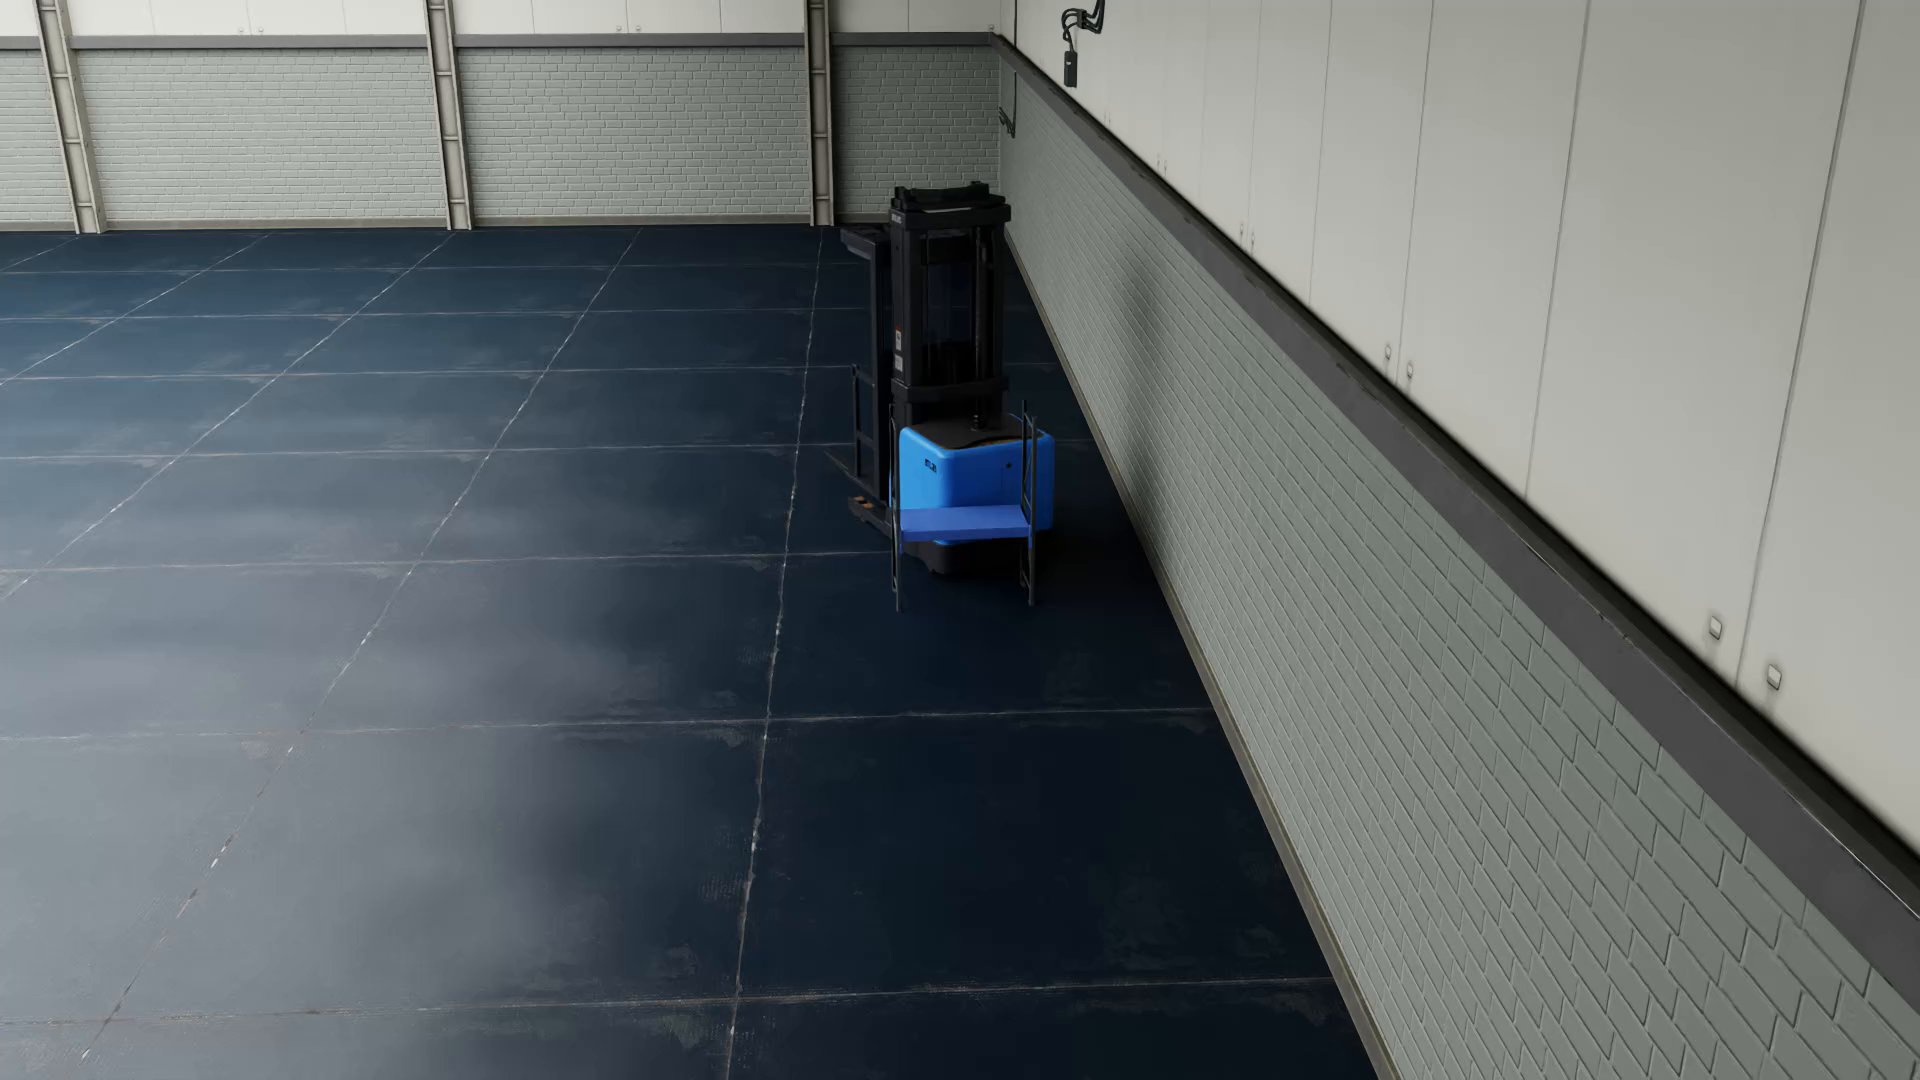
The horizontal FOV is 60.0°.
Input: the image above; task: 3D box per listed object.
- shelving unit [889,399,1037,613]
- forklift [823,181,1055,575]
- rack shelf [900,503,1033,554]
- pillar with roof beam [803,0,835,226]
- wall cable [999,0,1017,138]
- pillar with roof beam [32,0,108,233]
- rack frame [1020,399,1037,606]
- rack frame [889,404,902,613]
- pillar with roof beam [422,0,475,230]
[{"bbox_3d":[0.018,-0.261,12.630,1.048,1.500,0.538,-2,21,-6],"label":"shelving unit"},{"bbox_3d":[-0.328,-1.582,14.088,1.130,2.935,3.031,-10,23,-24],"label":"forklift"},{"bbox_3d":[0.018,-0.093,12.694,1.000,0.185,0.538,-2,21,-6],"label":"rack shelf"},{"bbox_3d":[-2.071,-8.001,22.421,0.400,9.000,9.100,-1,21,-3],"label":"pillar with roof beam"},{"bbox_3d":[0.700,-7.669,25.913,0.112,2.526,3.097,-1,21,-3],"label":"wall cable"},{"bbox_3d":[-14.051,-7.757,21.780,0.400,9.000,9.100,-1,21,-3],"label":"pillar with roof beam"},{"bbox_3d":[0.522,-0.283,12.687,0.032,1.500,0.500,-2,21,-6],"label":"rack frame"},{"bbox_3d":[-0.487,-0.239,12.573,0.032,1.500,0.500,-2,21,-6],"label":"rack frame"},{"bbox_3d":[-8.061,-7.879,22.100,0.400,9.000,9.100,-1,21,-3],"label":"pillar with roof beam"}]
